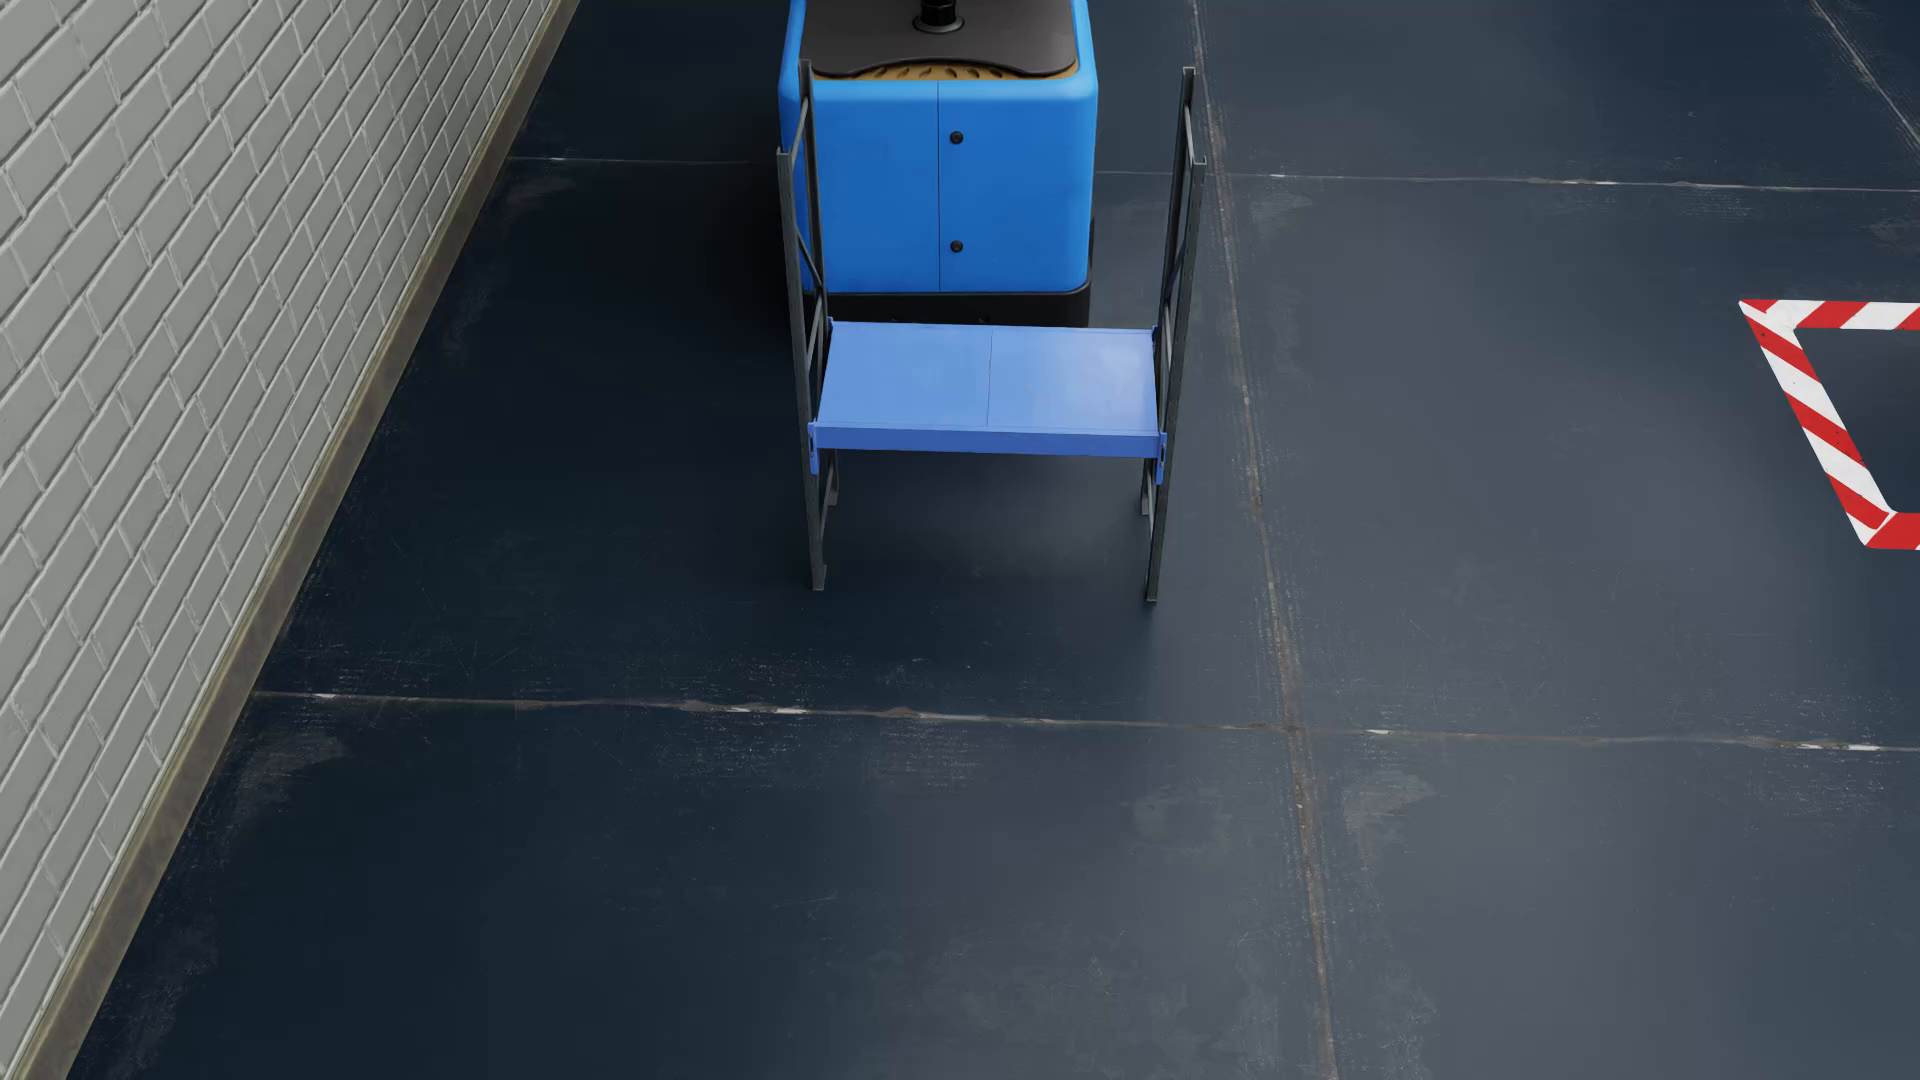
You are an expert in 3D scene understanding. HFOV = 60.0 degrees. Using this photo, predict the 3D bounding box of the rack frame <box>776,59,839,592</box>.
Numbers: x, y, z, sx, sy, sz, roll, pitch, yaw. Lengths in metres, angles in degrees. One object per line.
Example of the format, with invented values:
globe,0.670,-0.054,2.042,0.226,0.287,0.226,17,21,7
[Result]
rack frame,-0.423,-0.562,4.753,0.032,1.500,0.500,2,43,2

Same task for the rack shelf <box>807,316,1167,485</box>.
rack shelf,0.085,-0.415,4.859,1.000,0.185,0.538,2,43,2

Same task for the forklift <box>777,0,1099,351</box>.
forklift,-0.077,-2.717,6.016,1.130,2.935,3.031,0,43,0

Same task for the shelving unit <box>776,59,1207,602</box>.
shelving unit,0.085,-0.546,4.736,1.048,1.500,0.538,2,43,2

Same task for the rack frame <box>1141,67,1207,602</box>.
rack frame,0.593,-0.531,4.719,0.032,1.500,0.500,2,43,2
